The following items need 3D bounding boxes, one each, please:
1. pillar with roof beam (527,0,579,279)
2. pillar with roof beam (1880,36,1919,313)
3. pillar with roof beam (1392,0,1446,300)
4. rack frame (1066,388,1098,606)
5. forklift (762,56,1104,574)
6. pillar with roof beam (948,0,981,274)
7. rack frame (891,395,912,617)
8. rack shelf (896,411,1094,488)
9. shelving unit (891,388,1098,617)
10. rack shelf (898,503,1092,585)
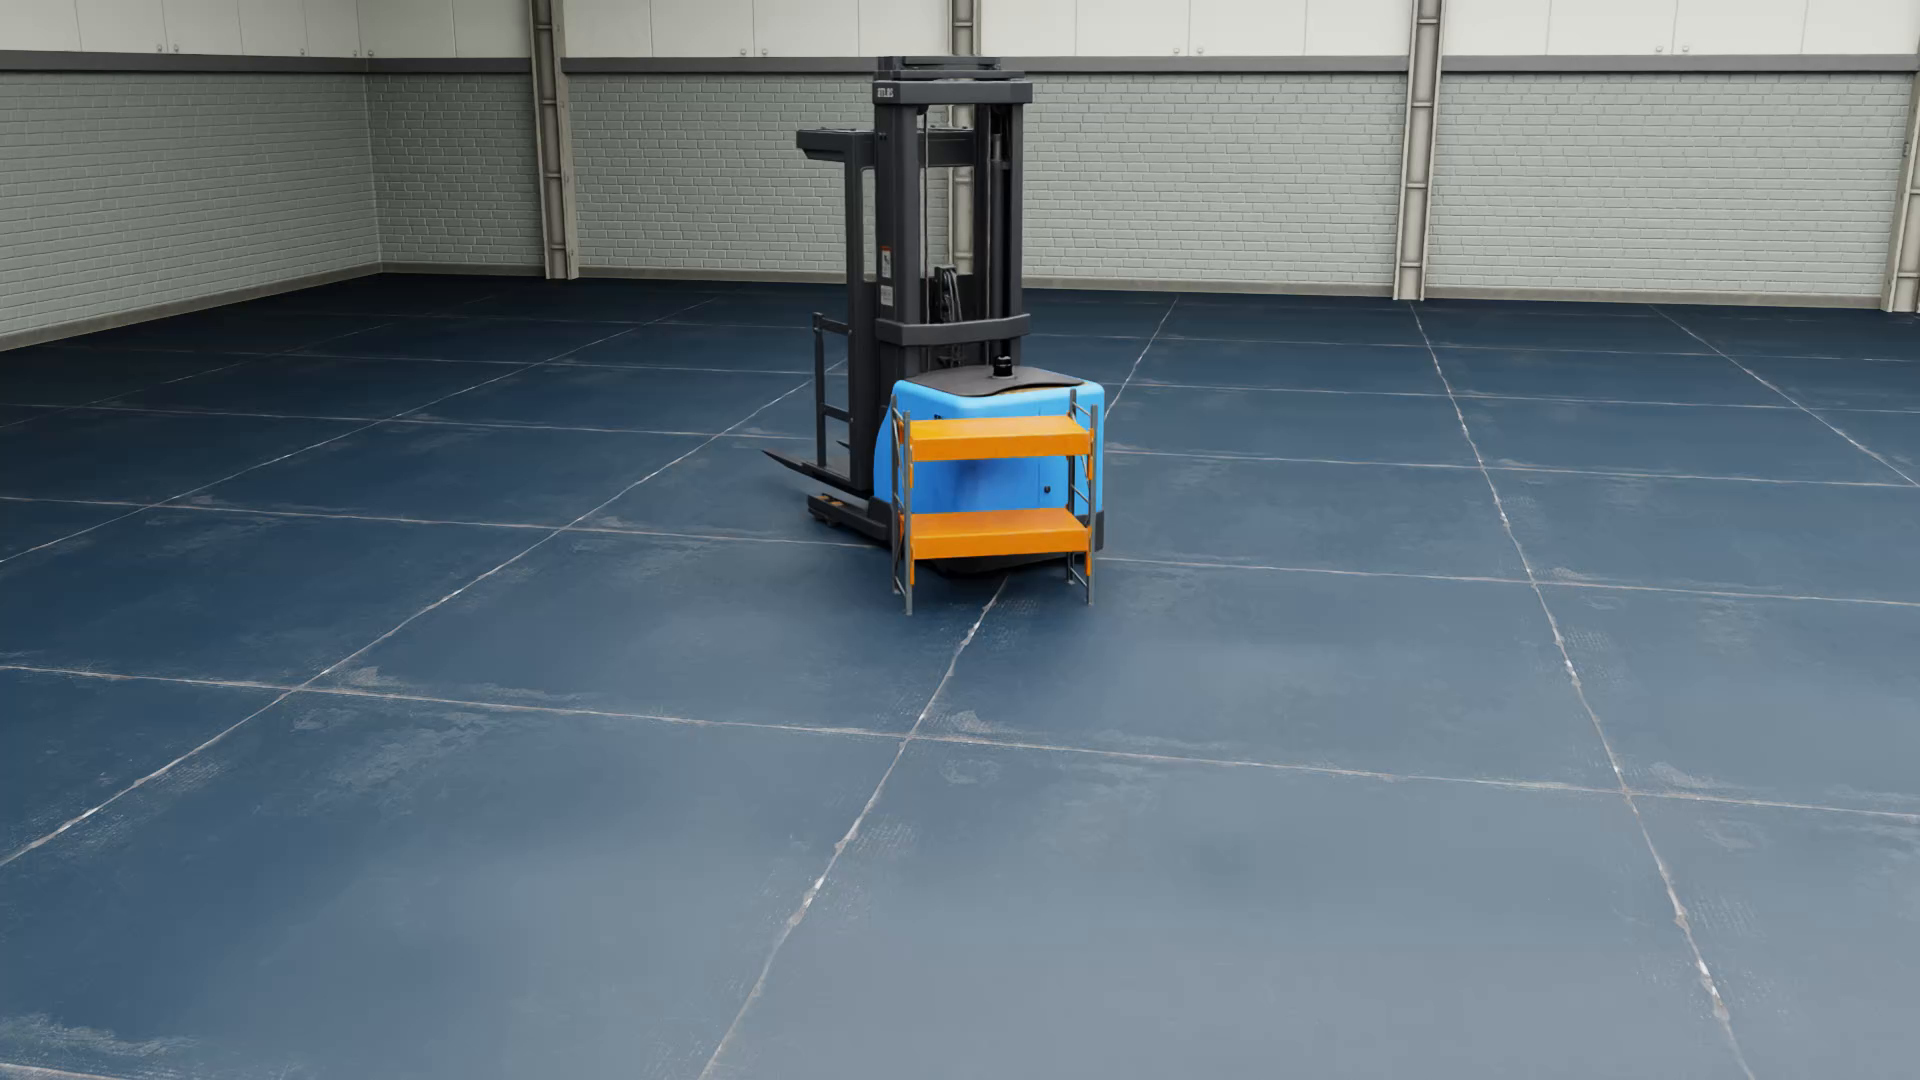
[{"bbox_3d":[-6.677,-7.052,19.093,0.400,9.000,9.100,3,16,11],"label":"pillar with roof beam"},{"bbox_3d":[10.962,-6.094,15.636,0.400,9.000,9.100,3,16,11],"label":"pillar with roof beam"},{"bbox_3d":[5.083,-6.413,16.788,0.400,9.000,9.100,3,16,11],"label":"pillar with roof beam"},{"bbox_3d":[0.677,-0.245,9.268,0.032,1.125,0.500,-3,16,-10],"label":"rack frame"},{"bbox_3d":[-0.343,-1.558,10.626,1.130,2.935,3.031,-10,18,-31],"label":"forklift"},{"bbox_3d":[-0.797,-6.733,17.940,0.400,9.000,9.100,3,16,11],"label":"pillar with roof beam"},{"bbox_3d":[-0.322,-0.194,9.087,0.032,1.125,0.500,-3,16,-10],"label":"rack frame"},{"bbox_3d":[0.178,-0.502,9.099,1.000,0.278,0.538,-3,16,-10],"label":"rack shelf"},{"bbox_3d":[0.178,-0.220,9.178,1.048,1.125,0.538,-3,16,-10],"label":"shelving unit"},{"bbox_3d":[0.178,0.016,9.243,1.000,0.278,0.538,-3,16,-10],"label":"rack shelf"}]
